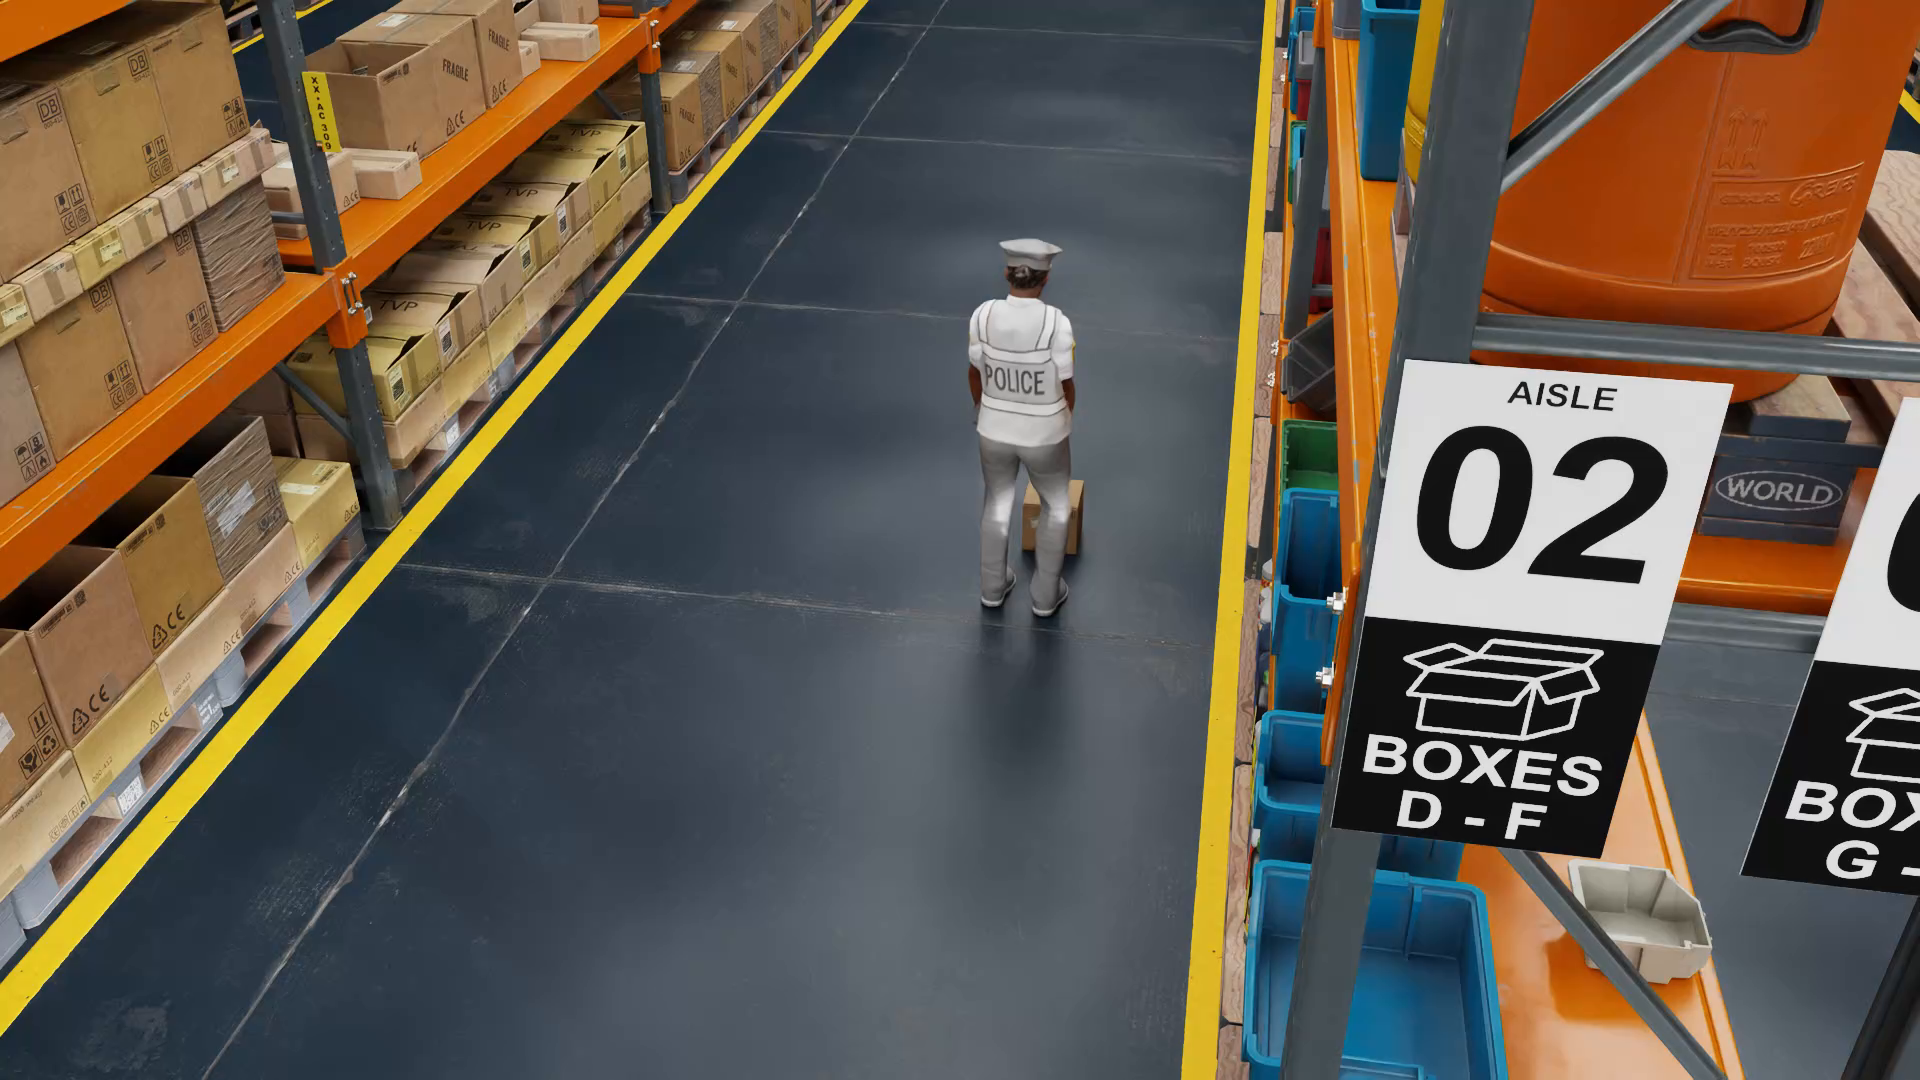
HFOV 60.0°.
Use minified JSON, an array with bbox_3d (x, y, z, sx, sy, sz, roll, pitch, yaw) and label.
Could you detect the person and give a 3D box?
[{"bbox_3d":[0.250,-0.444,6.871,0.450,1.634,0.409,11,34,16],"label":"person"}]
